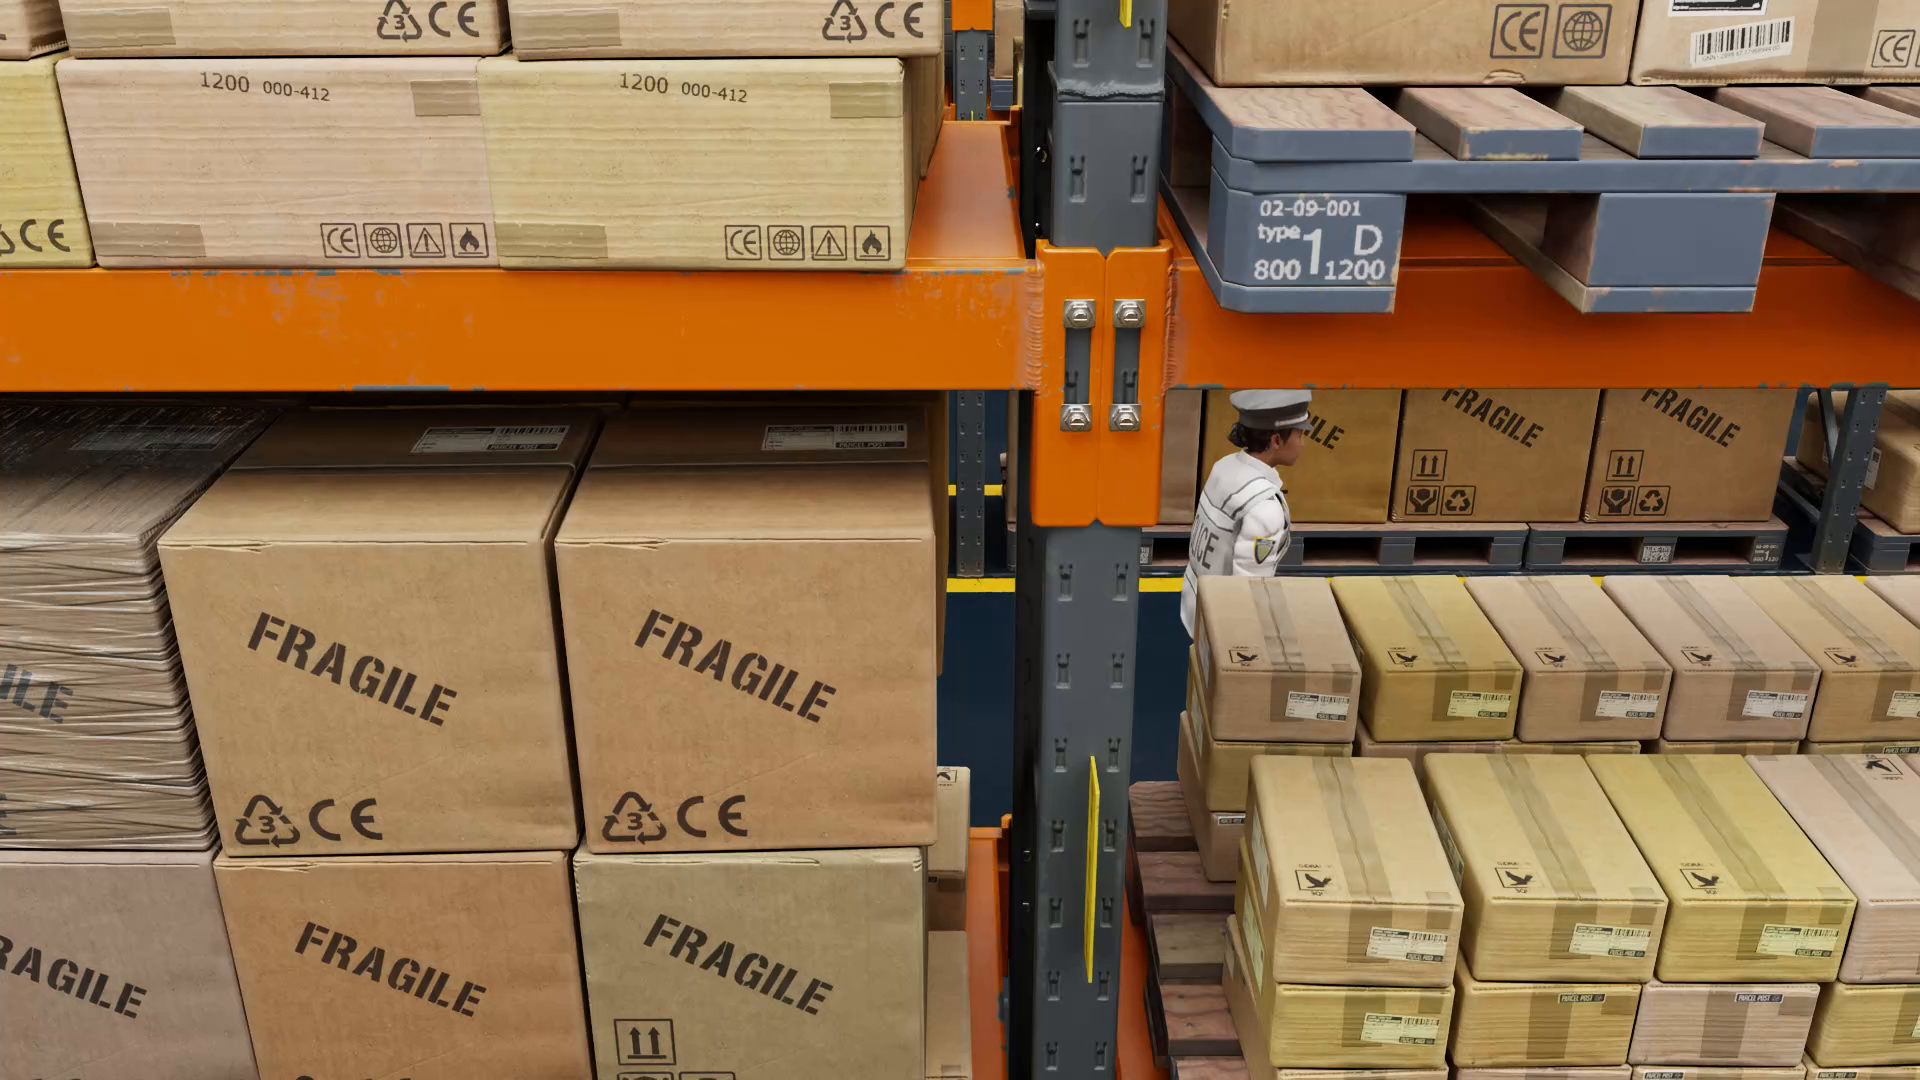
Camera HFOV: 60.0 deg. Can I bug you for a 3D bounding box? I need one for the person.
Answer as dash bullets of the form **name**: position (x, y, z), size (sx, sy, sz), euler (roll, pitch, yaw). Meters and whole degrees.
- **person**: position (0.915, 0.299, 5.435), size (0.376, 1.663, 0.544), euler (-2, 24, -4)
